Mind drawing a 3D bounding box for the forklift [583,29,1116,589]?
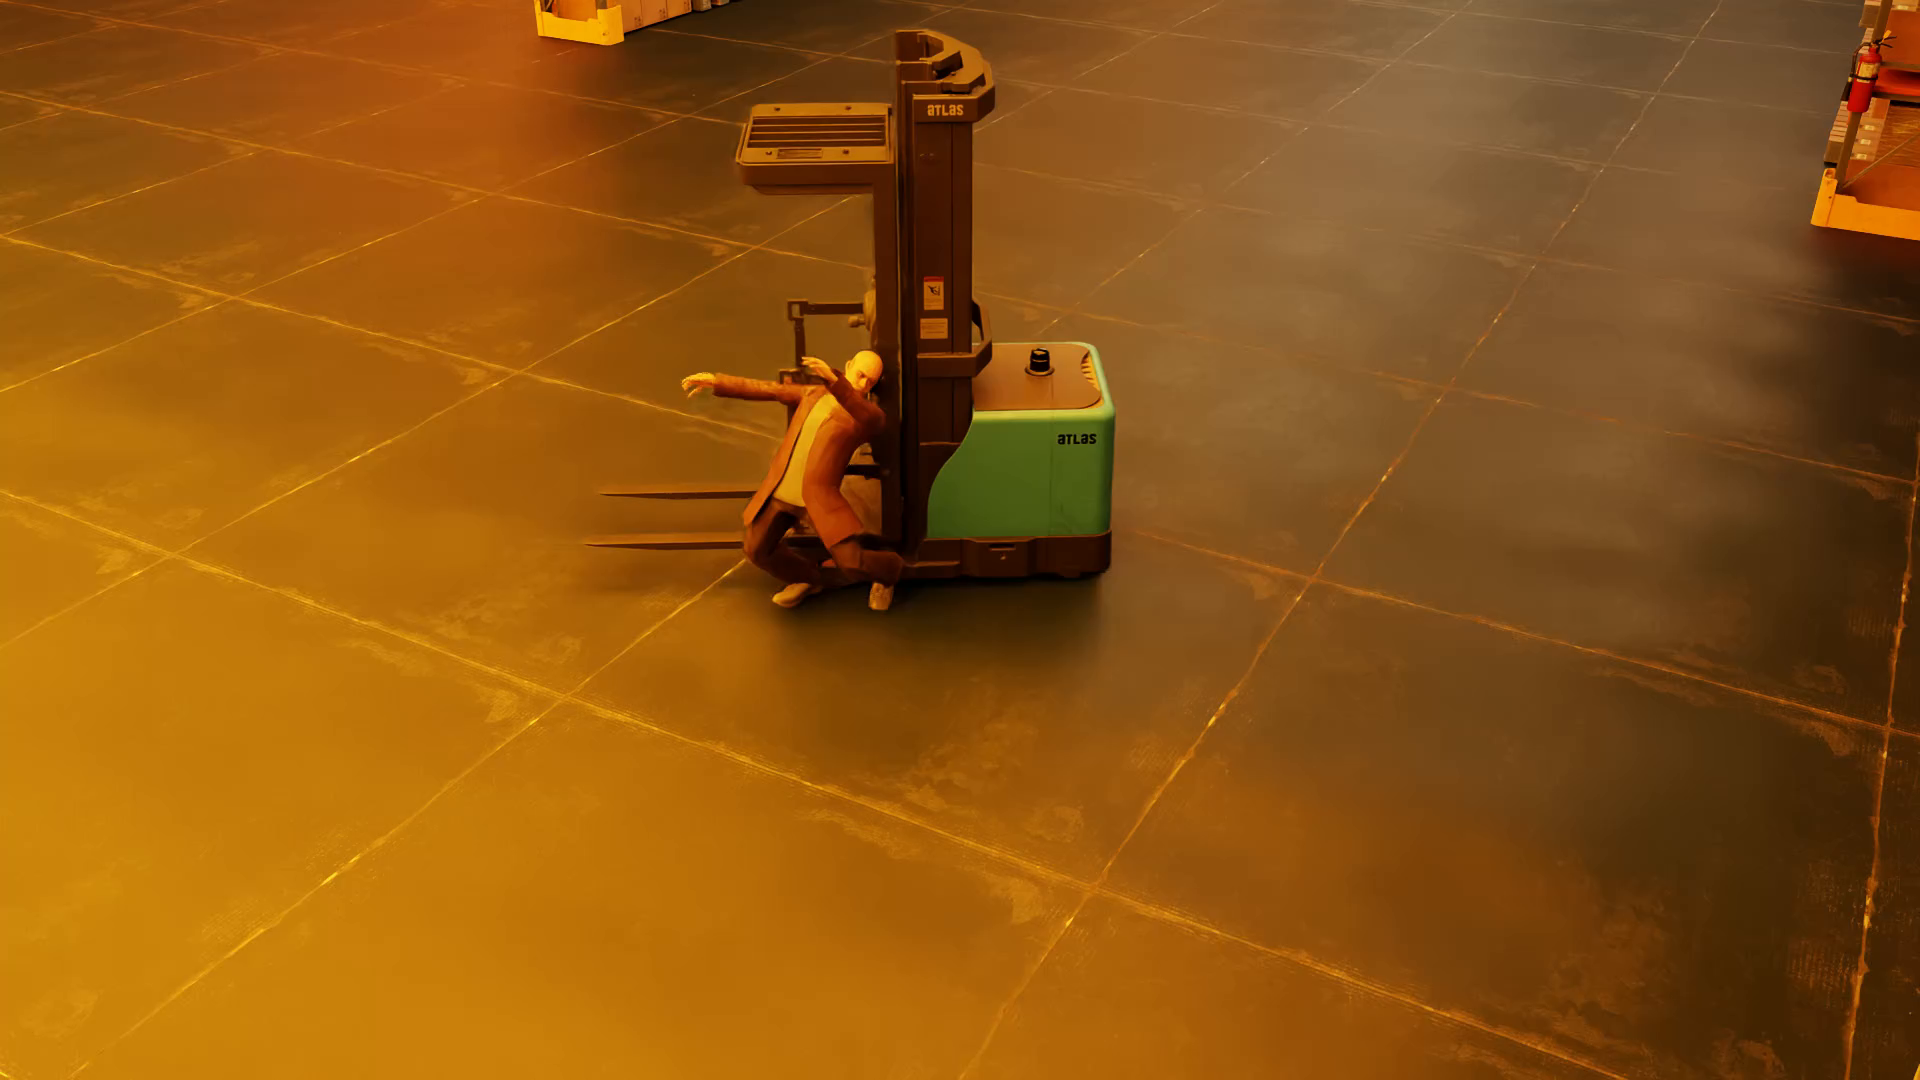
[{"bbox_3d":[-0.661,-1.255,9.246,3.031,2.935,1.130,-1,30,-2],"label":"forklift"}]

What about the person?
[{"bbox_3d":[-0.889,-0.394,8.986,1.107,1.640,0.699,13,33,22],"label":"person"}]
